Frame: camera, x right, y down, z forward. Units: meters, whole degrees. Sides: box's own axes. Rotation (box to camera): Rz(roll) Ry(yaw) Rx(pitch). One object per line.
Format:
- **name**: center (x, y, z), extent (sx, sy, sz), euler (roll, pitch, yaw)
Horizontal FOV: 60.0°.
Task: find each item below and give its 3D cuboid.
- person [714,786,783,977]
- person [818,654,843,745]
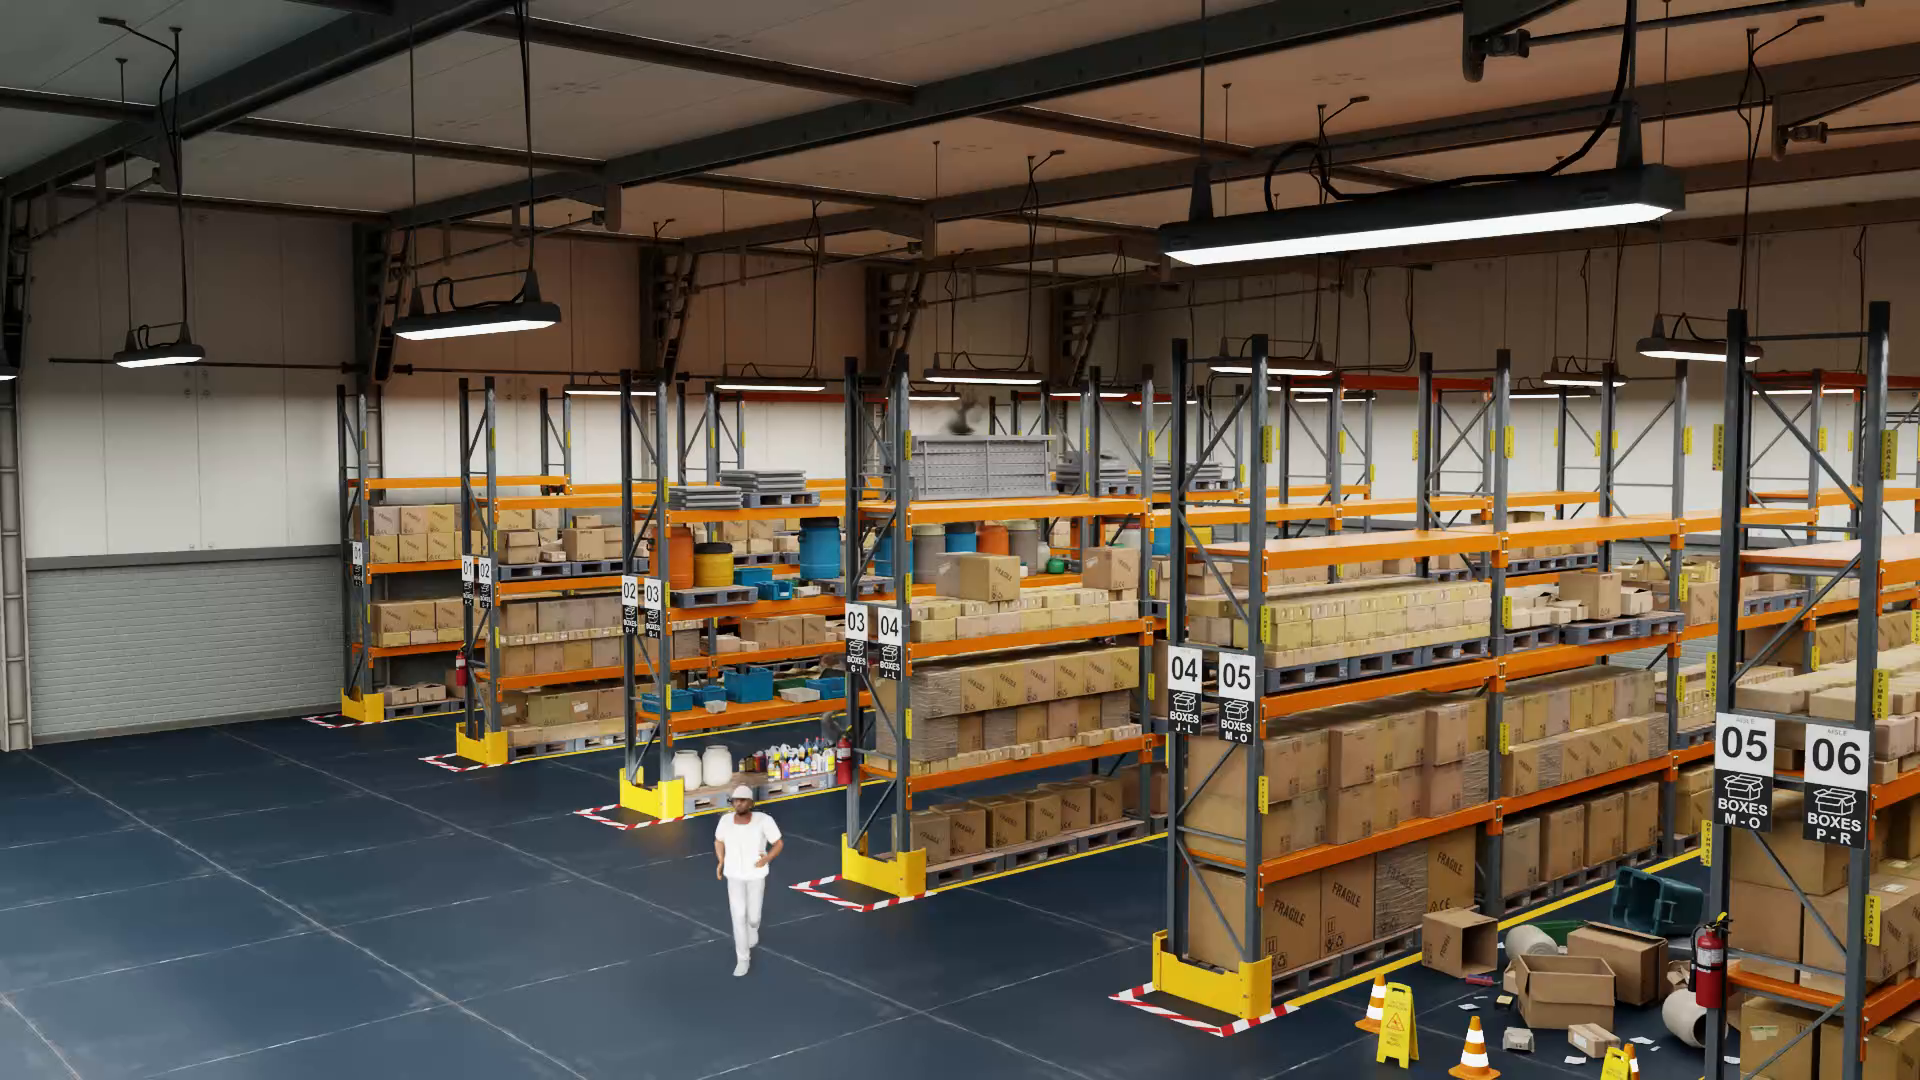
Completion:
- **person**: center (-2.054, 3.240, 16.077), extent (0.690, 1.763, 0.823), euler (0, 4, 2)
- **person**: center (-2.073, 2.622, 26.524), extent (0.744, 1.634, 0.557), euler (-4, 5, -43)
